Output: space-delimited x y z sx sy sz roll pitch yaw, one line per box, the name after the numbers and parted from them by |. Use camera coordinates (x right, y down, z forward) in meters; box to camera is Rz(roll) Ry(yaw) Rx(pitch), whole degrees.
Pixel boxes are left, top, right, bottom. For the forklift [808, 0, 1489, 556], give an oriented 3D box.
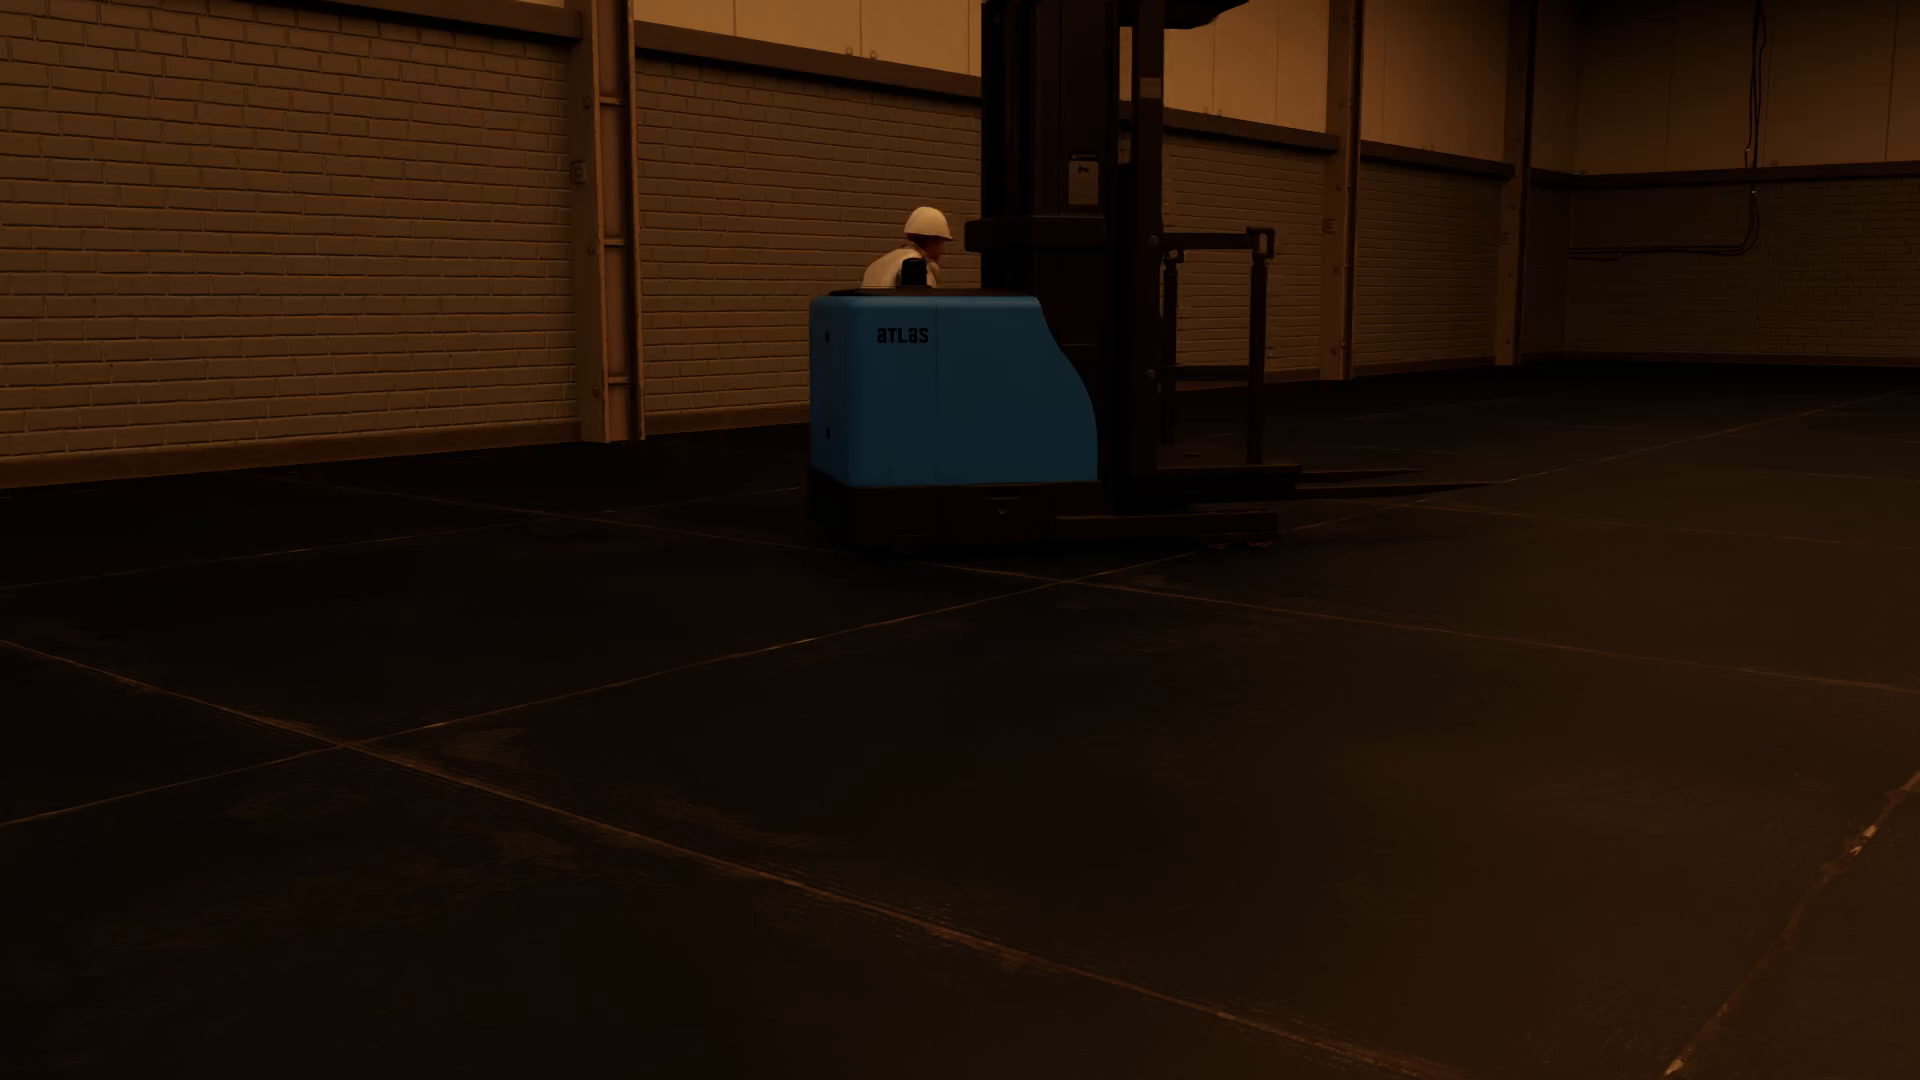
0.881 -1.479 7.389 3.031 2.935 1.130 -2 9 -15 | forklift

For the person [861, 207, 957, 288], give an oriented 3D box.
-0.123 -0.946 8.580 0.907 1.530 1.052 -7 11 -40 | person
